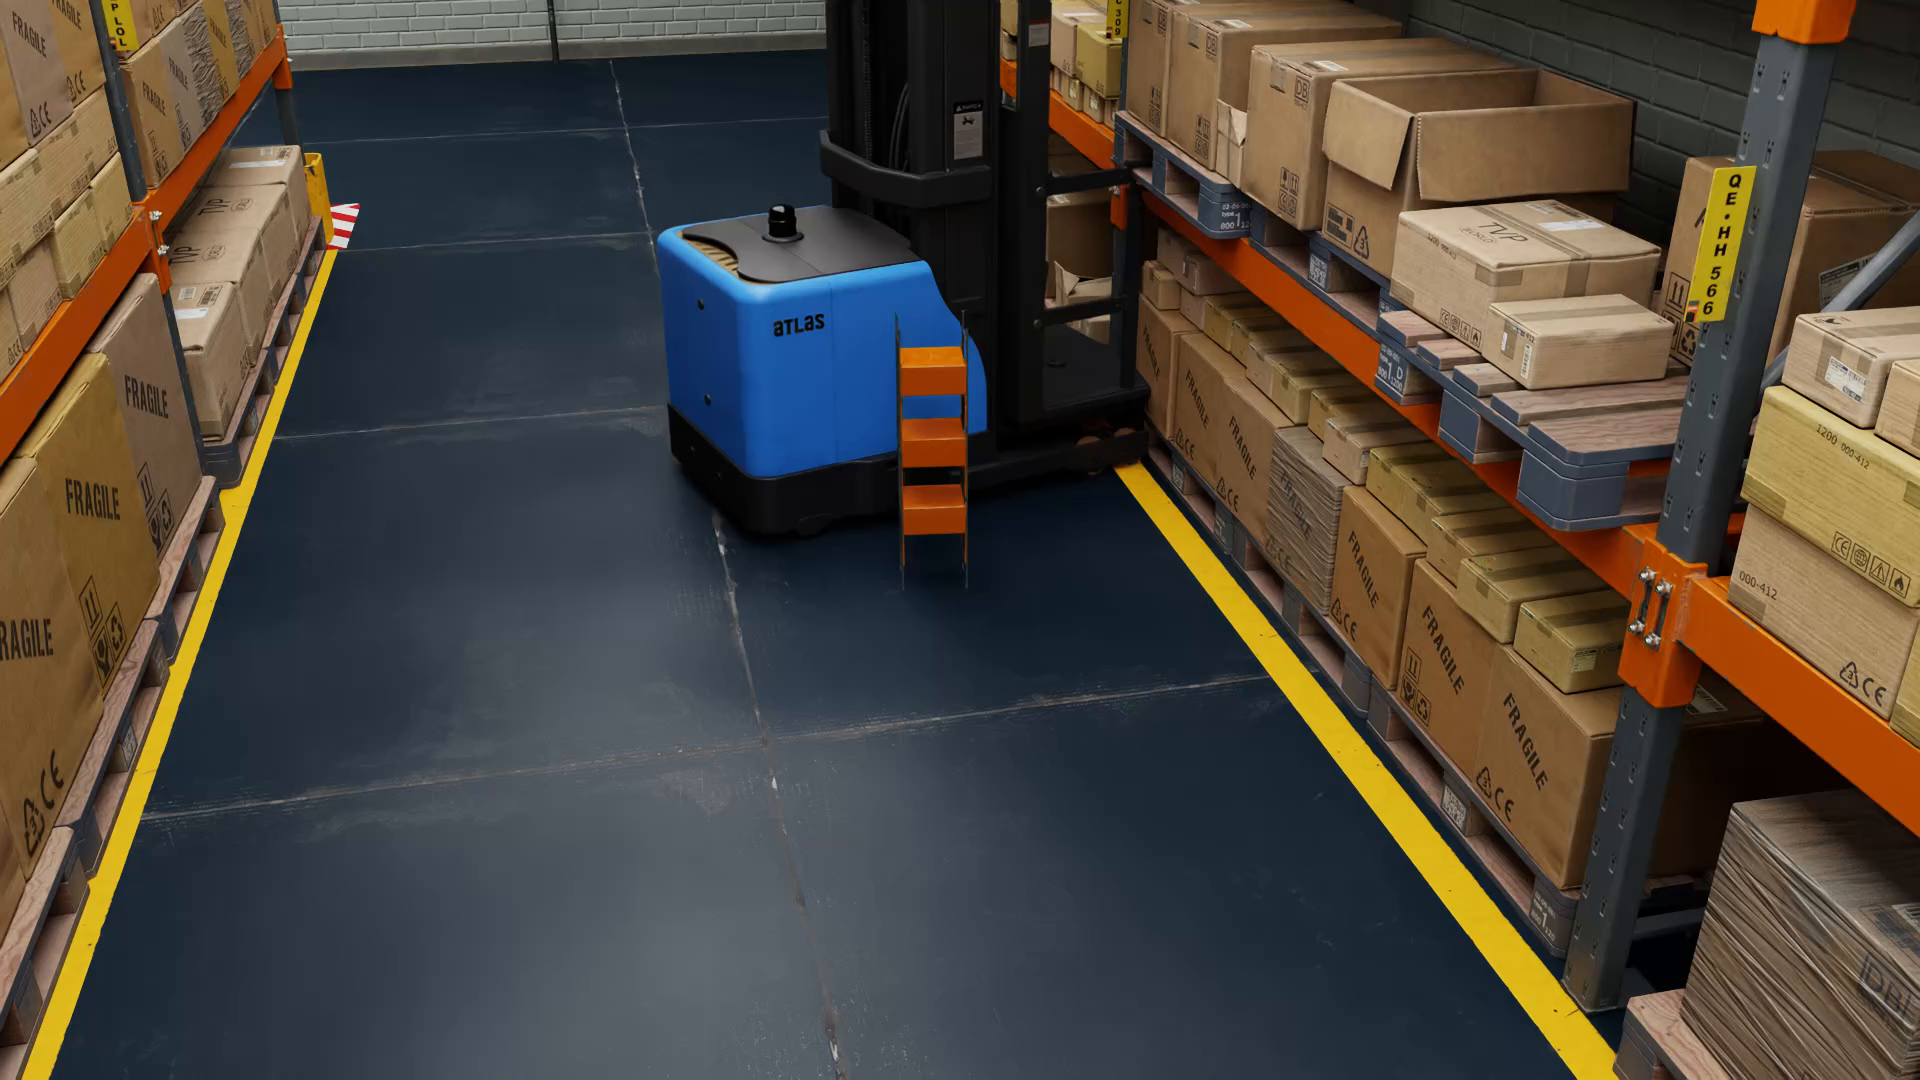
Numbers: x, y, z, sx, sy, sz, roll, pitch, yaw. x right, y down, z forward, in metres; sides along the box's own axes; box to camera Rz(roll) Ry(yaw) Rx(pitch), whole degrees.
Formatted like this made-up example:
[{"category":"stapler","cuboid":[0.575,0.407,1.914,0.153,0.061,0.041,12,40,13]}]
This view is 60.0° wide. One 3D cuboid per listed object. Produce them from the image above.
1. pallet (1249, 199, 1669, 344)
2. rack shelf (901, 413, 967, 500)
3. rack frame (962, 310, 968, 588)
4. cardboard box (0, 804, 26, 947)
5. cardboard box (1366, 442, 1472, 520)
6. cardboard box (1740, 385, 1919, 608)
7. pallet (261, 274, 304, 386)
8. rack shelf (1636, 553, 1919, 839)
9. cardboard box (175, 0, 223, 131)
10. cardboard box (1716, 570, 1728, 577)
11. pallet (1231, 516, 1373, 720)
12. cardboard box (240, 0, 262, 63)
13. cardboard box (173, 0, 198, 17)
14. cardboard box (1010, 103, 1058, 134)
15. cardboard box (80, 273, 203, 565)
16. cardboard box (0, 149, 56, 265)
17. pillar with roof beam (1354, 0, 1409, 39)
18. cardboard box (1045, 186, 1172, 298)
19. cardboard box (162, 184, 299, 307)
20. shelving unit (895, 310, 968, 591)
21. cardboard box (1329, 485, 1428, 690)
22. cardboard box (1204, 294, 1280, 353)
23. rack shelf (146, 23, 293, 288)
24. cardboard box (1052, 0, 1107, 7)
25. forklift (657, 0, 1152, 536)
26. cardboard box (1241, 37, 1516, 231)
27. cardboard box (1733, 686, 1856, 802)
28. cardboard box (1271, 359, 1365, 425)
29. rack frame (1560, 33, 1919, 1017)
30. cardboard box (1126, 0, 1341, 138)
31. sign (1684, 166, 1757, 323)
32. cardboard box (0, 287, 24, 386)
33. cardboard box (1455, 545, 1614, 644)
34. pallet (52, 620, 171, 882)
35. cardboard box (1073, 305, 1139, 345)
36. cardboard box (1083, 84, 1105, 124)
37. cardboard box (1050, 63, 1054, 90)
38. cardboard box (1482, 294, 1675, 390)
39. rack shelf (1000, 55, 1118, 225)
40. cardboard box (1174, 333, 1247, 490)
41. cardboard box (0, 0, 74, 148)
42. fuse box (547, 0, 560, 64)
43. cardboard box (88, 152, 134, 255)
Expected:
[{"category":"pallet","cuboid":[1.650,-0.950,5.517,1.003,0.211,1.213,-6,27,-12]},{"category":"rack shelf","cuboid":[-0.104,-0.315,6.232,0.240,0.259,0.215,-2,27,-4]},{"category":"rack frame","cuboid":[0.018,-0.328,6.236,0.008,1.050,0.200,-2,27,-4]},{"category":"cardboard box","cuboid":[-2.817,0.772,3.783,0.875,0.875,0.875,-6,27,-12]},{"category":"cardboard box","cuboid":[1.555,-0.202,5.409,0.380,0.149,0.250,-6,27,-12]},{"category":"cardboard box","cuboid":[1.931,-0.117,3.264,0.500,0.250,0.500,-6,27,-12]},{"category":"pallet","cuboid":[-4.017,-1.067,8.629,1.003,0.211,1.213,-6,27,-12]},{"category":"rack shelf","cuboid":[2.544,1.016,2.206,1.077,0.370,4.000,-6,27,-12]},{"category":"cardboard box","cuboid":[-3.710,-2.151,7.571,0.500,0.500,0.500,-6,27,-11]},{"category":"cardboard box","cuboid":[2.279,0.195,4.622,0.380,0.149,0.250,-5,27,-9]},{"category":"pallet","cuboid":[1.690,0.196,6.128,1.003,0.211,1.213,-6,27,-12]},{"category":"cardboard box","cuboid":[-4.080,-2.827,8.911,0.500,0.500,0.500,-7,28,-13]},{"category":"cardboard box","cuboid":[-3.727,-2.606,7.364,0.500,0.500,0.500,-5,27,-11]},{"category":"cardboard box","cuboid":[0.335,-2.490,10.658,0.797,0.503,0.637,-7,28,-14]},{"category":"cardboard box","cuboid":[-3.426,-0.408,6.122,0.875,0.875,0.875,-5,27,-10]},{"category":"cardboard box","cuboid":[-3.065,-0.975,4.965,0.500,0.250,0.500,-5,27,-10]},{"category":"pillar with roof beam","cuboid":[-2.282,-4.577,5.832,9.100,9.000,0.400,-6,27,-12]},{"category":"cardboard box","cuboid":[0.724,-1.653,9.005,0.700,0.500,0.500,-7,28,-14]},{"category":"cardboard box","cuboid":[-4.085,-1.552,8.874,0.875,0.438,0.875,-5,27,-10]},{"category":"shelving unit","cuboid":[-0.104,-0.324,6.227,0.252,1.050,0.215,-2,27,-4]},{"category":"cardboard box","cuboid":[1.565,0.131,5.469,0.500,0.500,0.500,-5,27,-9]},{"category":"cardboard box","cuboid":[1.220,-0.890,6.773,0.380,0.149,0.250,-7,28,-14]},{"category":"rack shelf","cuboid":[-4.094,-1.990,8.162,1.077,0.370,4.000,-6,27,-12]},{"category":"cardboard box","cuboid":[0.612,-2.642,8.492,0.500,0.250,0.500,-6,27,-12]},{"category":"forklift","cuboid":[0.258,-1.791,7.045,3.031,2.935,1.130,-14,30,-26]},{"category":"cardboard box","cuboid":[1.376,-1.364,5.547,0.700,0.500,0.500,-6,27,-12]},{"category":"cardboard box","cuboid":[2.271,0.532,4.675,0.500,0.500,0.500,-5,27,-10]},{"category":"cardboard box","cuboid":[1.368,-0.549,6.096,0.380,0.149,0.250,-5,27,-10]},{"category":"rack frame","cuboid":[2.093,-0.183,3.783,1.000,3.000,0.127,-6,27,-12]},{"category":"cardboard box","cuboid":[1.083,-1.936,6.680,0.700,0.500,0.500,-5,27,-10]},{"category":"sign","cuboid":[1.566,-0.605,3.423,0.100,0.325,0.005,-6,27,-12]},{"category":"cardboard box","cuboid":[-2.968,-0.521,4.621,0.500,0.250,0.500,-6,27,-12]},{"category":"cardboard box","cuboid":[1.643,0.148,4.716,0.380,0.149,0.250,-7,28,-14]},{"category":"pallet","cuboid":[-3.118,0.679,5.170,1.003,0.211,1.213,-6,27,-12]},{"category":"cardboard box","cuboid":[0.780,-1.068,8.236,0.380,0.149,0.250,-7,28,-13]},{"category":"cardboard box","cuboid":[0.794,-2.053,7.768,0.380,0.149,0.250,-5,27,-10]},{"category":"cardboard box","cuboid":[0.594,-2.392,8.439,0.380,0.149,0.250,-6,27,-12]},{"category":"cardboard box","cuboid":[1.571,-0.508,4.240,0.380,0.149,0.250,-5,27,-11]},{"category":"rack shelf","cuboid":[0.741,-2.496,9.164,1.077,0.370,4.000,-6,27,-12]},{"category":"cardboard box","cuboid":[1.211,-0.543,6.804,0.500,0.500,0.500,-6,27,-12]},{"category":"cardboard box","cuboid":[-3.175,-1.527,5.226,0.500,0.500,0.500,-5,27,-11]},{"category":"fuse box","cuboid":[-3.759,-5.236,15.225,0.539,1.711,0.414,-6,27,-12]},{"category":"cardboard box","cuboid":[-3.297,-1.195,5.955,0.500,0.250,0.500,-7,28,-13]}]
